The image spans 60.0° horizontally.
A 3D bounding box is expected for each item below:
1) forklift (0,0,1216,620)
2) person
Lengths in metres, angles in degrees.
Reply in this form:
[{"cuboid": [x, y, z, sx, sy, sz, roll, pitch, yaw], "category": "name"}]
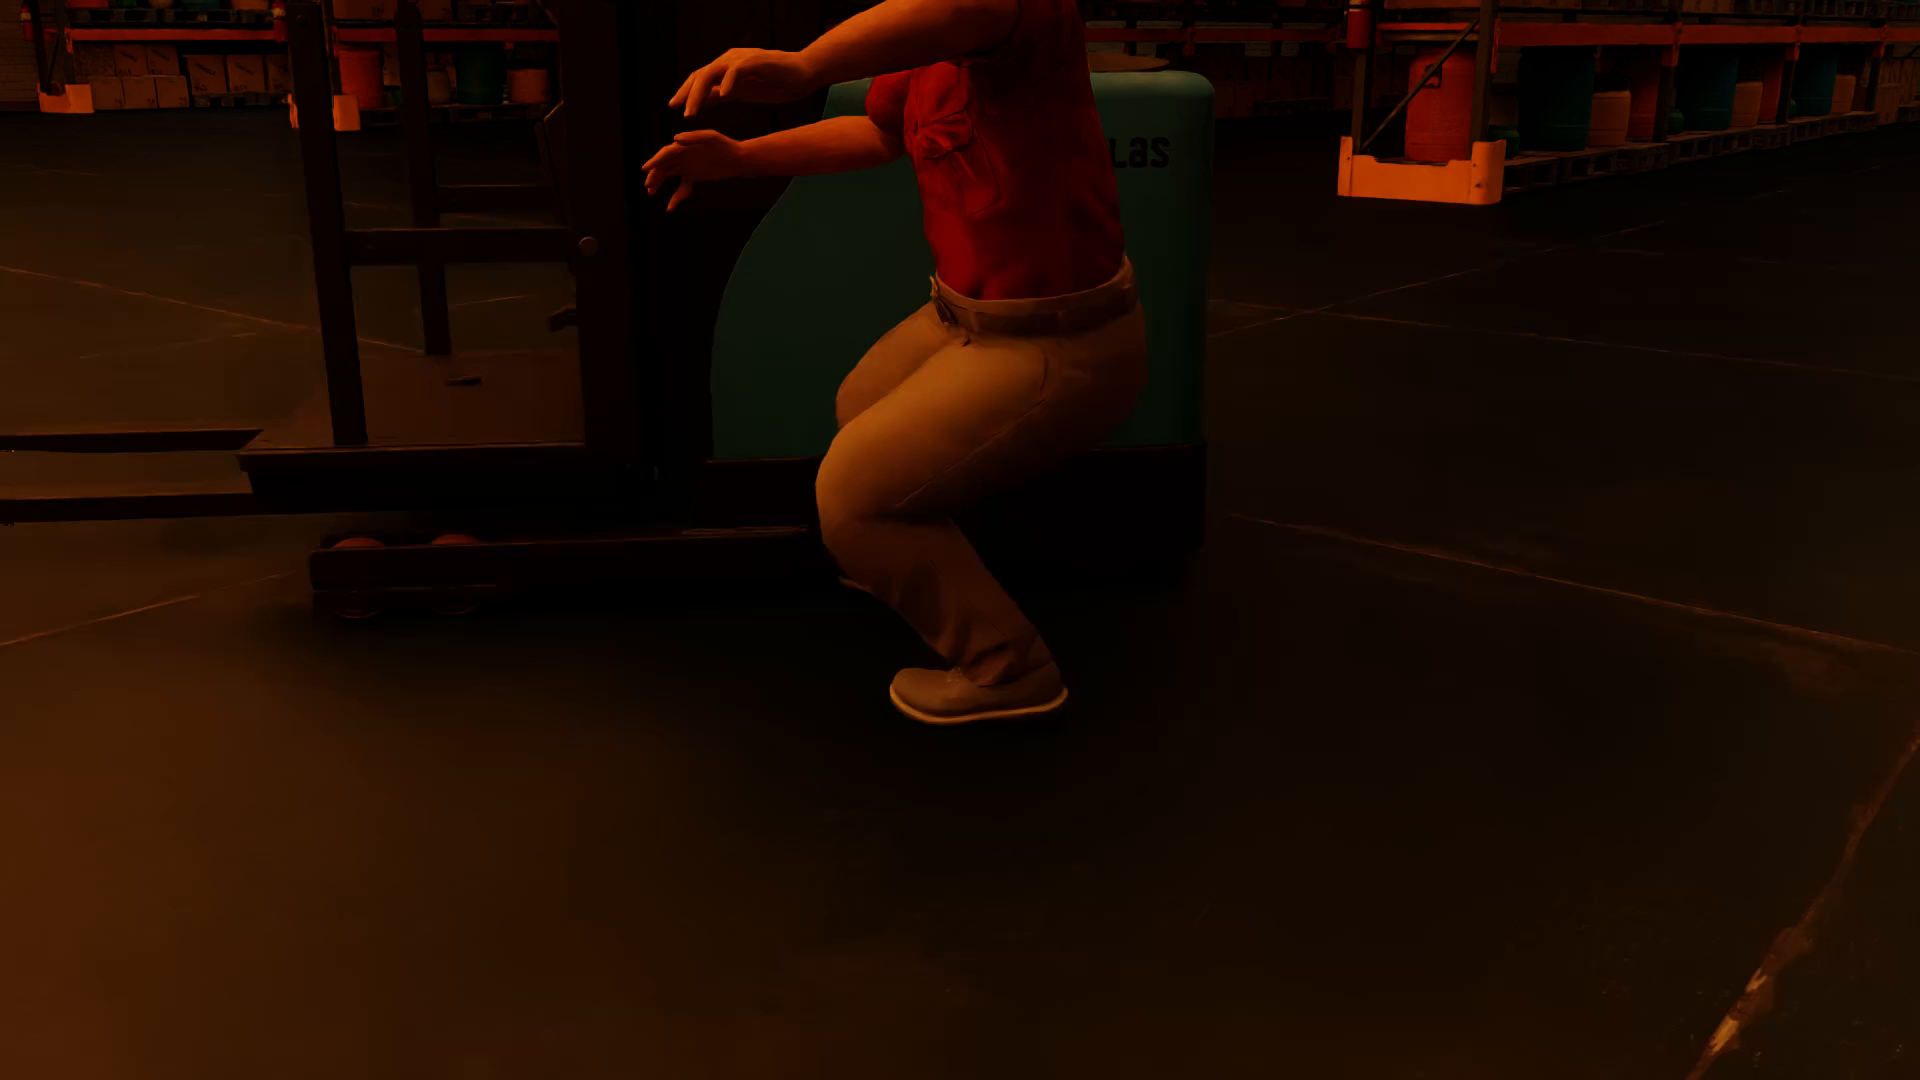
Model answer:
[{"cuboid": [-1.018, -1.402, 3.515, 3.031, 2.935, 1.130, -2, 17, -7], "category": "forklift"}, {"cuboid": [-0.104, -0.375, 2.684, 0.793, 1.465, 1.562, -3, 17, -8], "category": "person"}]
